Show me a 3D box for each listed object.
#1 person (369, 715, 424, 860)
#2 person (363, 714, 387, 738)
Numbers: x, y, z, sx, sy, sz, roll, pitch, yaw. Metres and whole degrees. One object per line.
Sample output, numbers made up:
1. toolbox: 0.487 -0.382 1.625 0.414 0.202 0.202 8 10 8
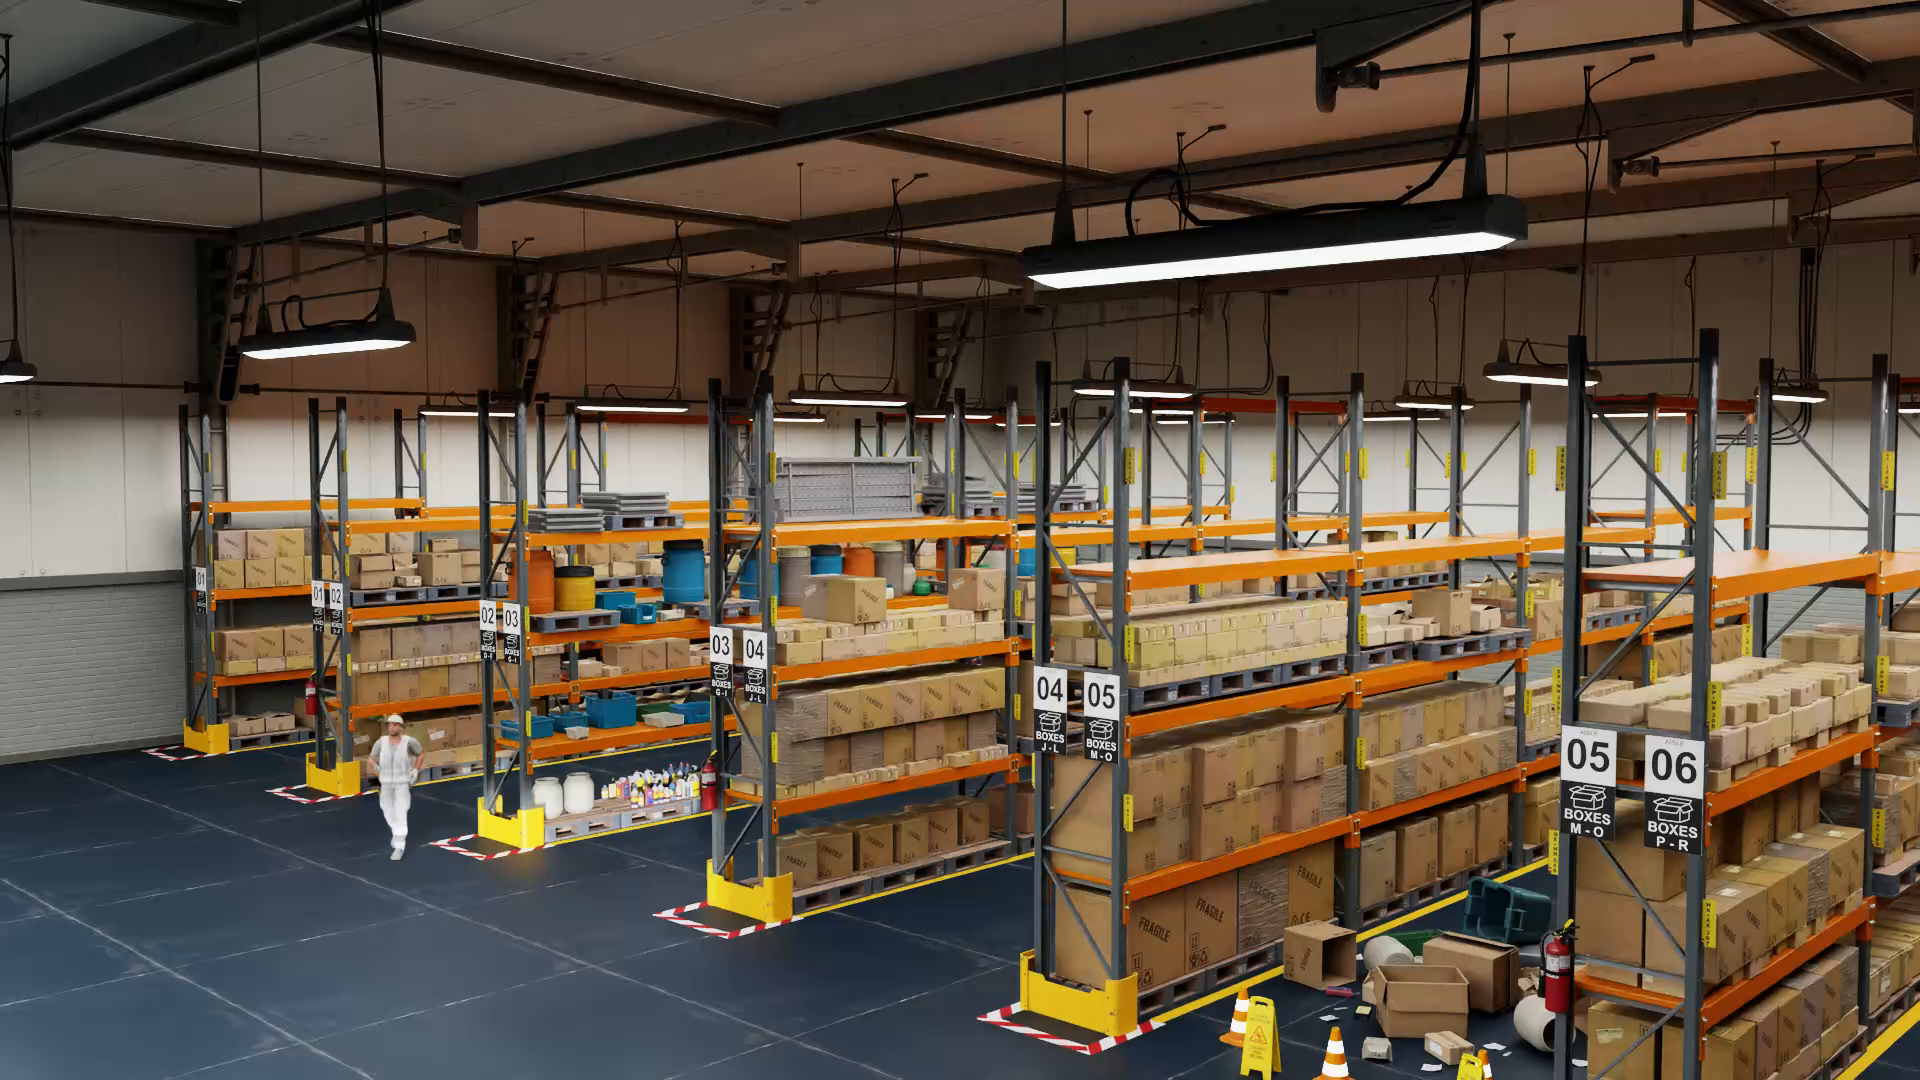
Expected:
1. person: -7.253 3.133 21.298 0.656 1.790 0.825 0 3 -2
2. person: -9.776 2.838 27.568 0.661 1.735 0.642 2 4 38
